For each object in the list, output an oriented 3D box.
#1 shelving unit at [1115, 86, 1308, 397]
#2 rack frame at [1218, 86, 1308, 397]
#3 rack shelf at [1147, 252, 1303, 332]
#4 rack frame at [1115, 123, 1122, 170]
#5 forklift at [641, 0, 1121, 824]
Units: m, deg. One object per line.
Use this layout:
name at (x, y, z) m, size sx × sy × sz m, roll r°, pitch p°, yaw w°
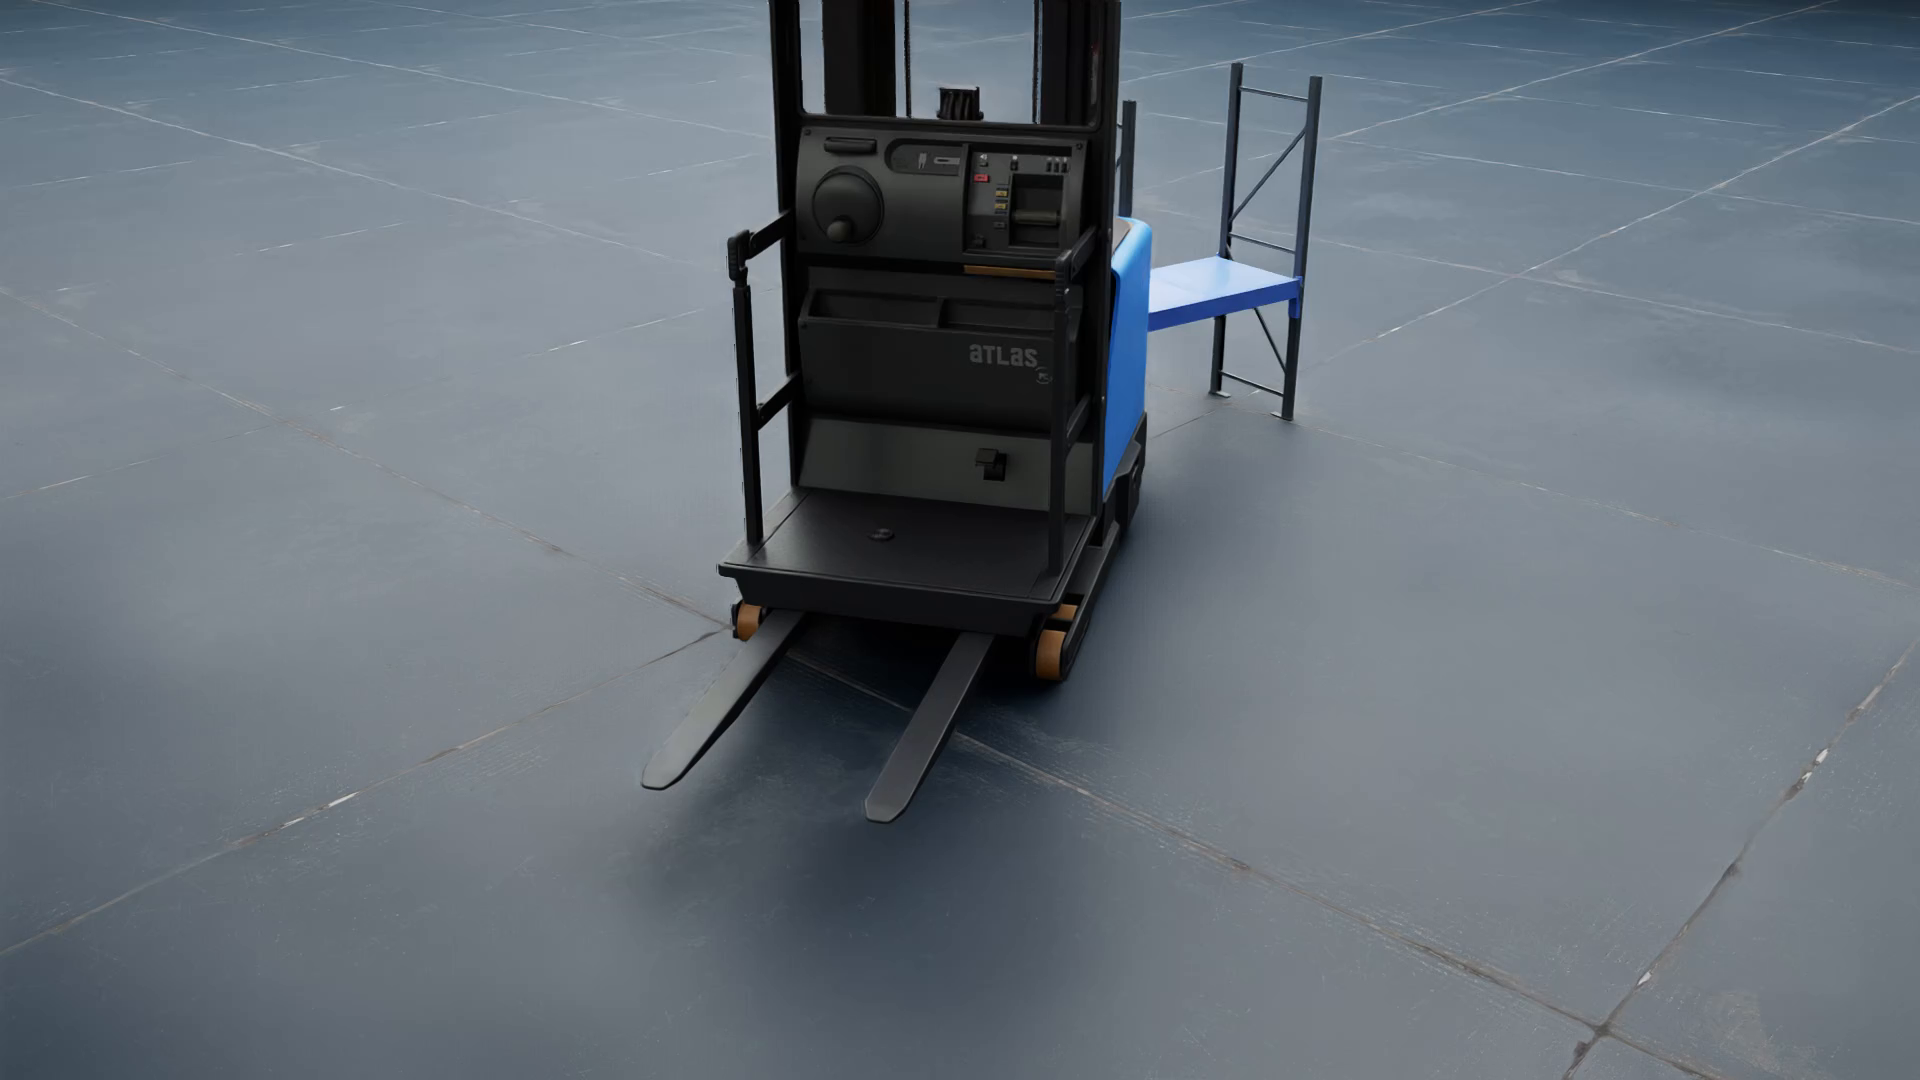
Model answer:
shelving unit at (0.921, -1.180, 7.047) m, size 1.030 × 1.308 × 0.538 m, roll -17°, pitch 29°, yaw -32°
rack frame at (1.331, -1.302, 7.321) m, size 0.013 × 1.308 × 0.475 m, roll -17°, pitch 29°, yaw -32°
rack shelf at (0.921, -1.015, 7.121) m, size 1.000 × 0.185 × 0.538 m, roll -17°, pitch 29°, yaw -32°
rack frame at (0.508, -1.058, 6.776) m, size 0.013 × 1.308 × 0.475 m, roll -17°, pitch 29°, yaw -32°
forklift at (-0.122, -1.065, 5.042) m, size 1.121 × 2.935 × 3.031 m, roll 6°, pitch 25°, yaw 13°
